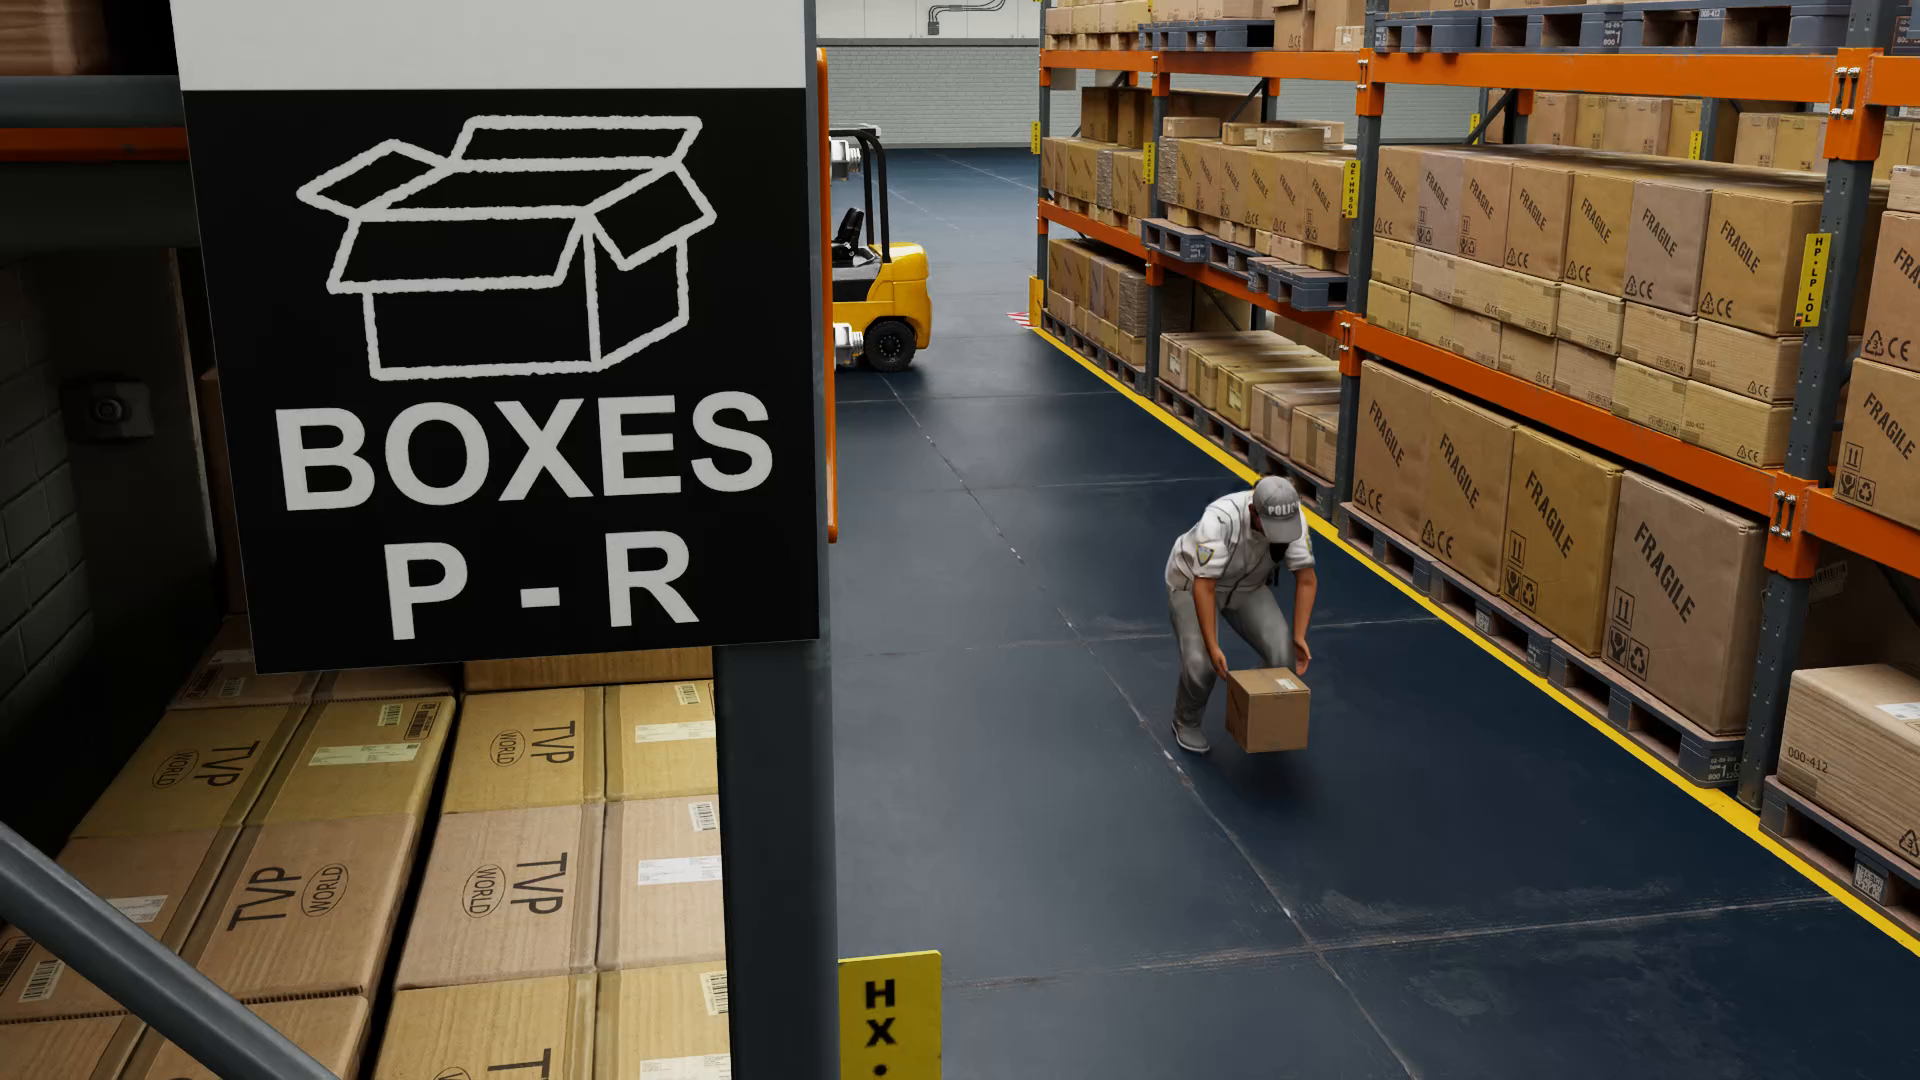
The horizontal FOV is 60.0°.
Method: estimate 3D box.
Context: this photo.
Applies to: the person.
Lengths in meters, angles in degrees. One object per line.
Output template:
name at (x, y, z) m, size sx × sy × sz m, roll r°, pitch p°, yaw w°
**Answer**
person at (1.163, 0.275, 6.868) m, size 0.541 × 1.239 × 0.794 m, roll -3°, pitch 17°, yaw -10°
